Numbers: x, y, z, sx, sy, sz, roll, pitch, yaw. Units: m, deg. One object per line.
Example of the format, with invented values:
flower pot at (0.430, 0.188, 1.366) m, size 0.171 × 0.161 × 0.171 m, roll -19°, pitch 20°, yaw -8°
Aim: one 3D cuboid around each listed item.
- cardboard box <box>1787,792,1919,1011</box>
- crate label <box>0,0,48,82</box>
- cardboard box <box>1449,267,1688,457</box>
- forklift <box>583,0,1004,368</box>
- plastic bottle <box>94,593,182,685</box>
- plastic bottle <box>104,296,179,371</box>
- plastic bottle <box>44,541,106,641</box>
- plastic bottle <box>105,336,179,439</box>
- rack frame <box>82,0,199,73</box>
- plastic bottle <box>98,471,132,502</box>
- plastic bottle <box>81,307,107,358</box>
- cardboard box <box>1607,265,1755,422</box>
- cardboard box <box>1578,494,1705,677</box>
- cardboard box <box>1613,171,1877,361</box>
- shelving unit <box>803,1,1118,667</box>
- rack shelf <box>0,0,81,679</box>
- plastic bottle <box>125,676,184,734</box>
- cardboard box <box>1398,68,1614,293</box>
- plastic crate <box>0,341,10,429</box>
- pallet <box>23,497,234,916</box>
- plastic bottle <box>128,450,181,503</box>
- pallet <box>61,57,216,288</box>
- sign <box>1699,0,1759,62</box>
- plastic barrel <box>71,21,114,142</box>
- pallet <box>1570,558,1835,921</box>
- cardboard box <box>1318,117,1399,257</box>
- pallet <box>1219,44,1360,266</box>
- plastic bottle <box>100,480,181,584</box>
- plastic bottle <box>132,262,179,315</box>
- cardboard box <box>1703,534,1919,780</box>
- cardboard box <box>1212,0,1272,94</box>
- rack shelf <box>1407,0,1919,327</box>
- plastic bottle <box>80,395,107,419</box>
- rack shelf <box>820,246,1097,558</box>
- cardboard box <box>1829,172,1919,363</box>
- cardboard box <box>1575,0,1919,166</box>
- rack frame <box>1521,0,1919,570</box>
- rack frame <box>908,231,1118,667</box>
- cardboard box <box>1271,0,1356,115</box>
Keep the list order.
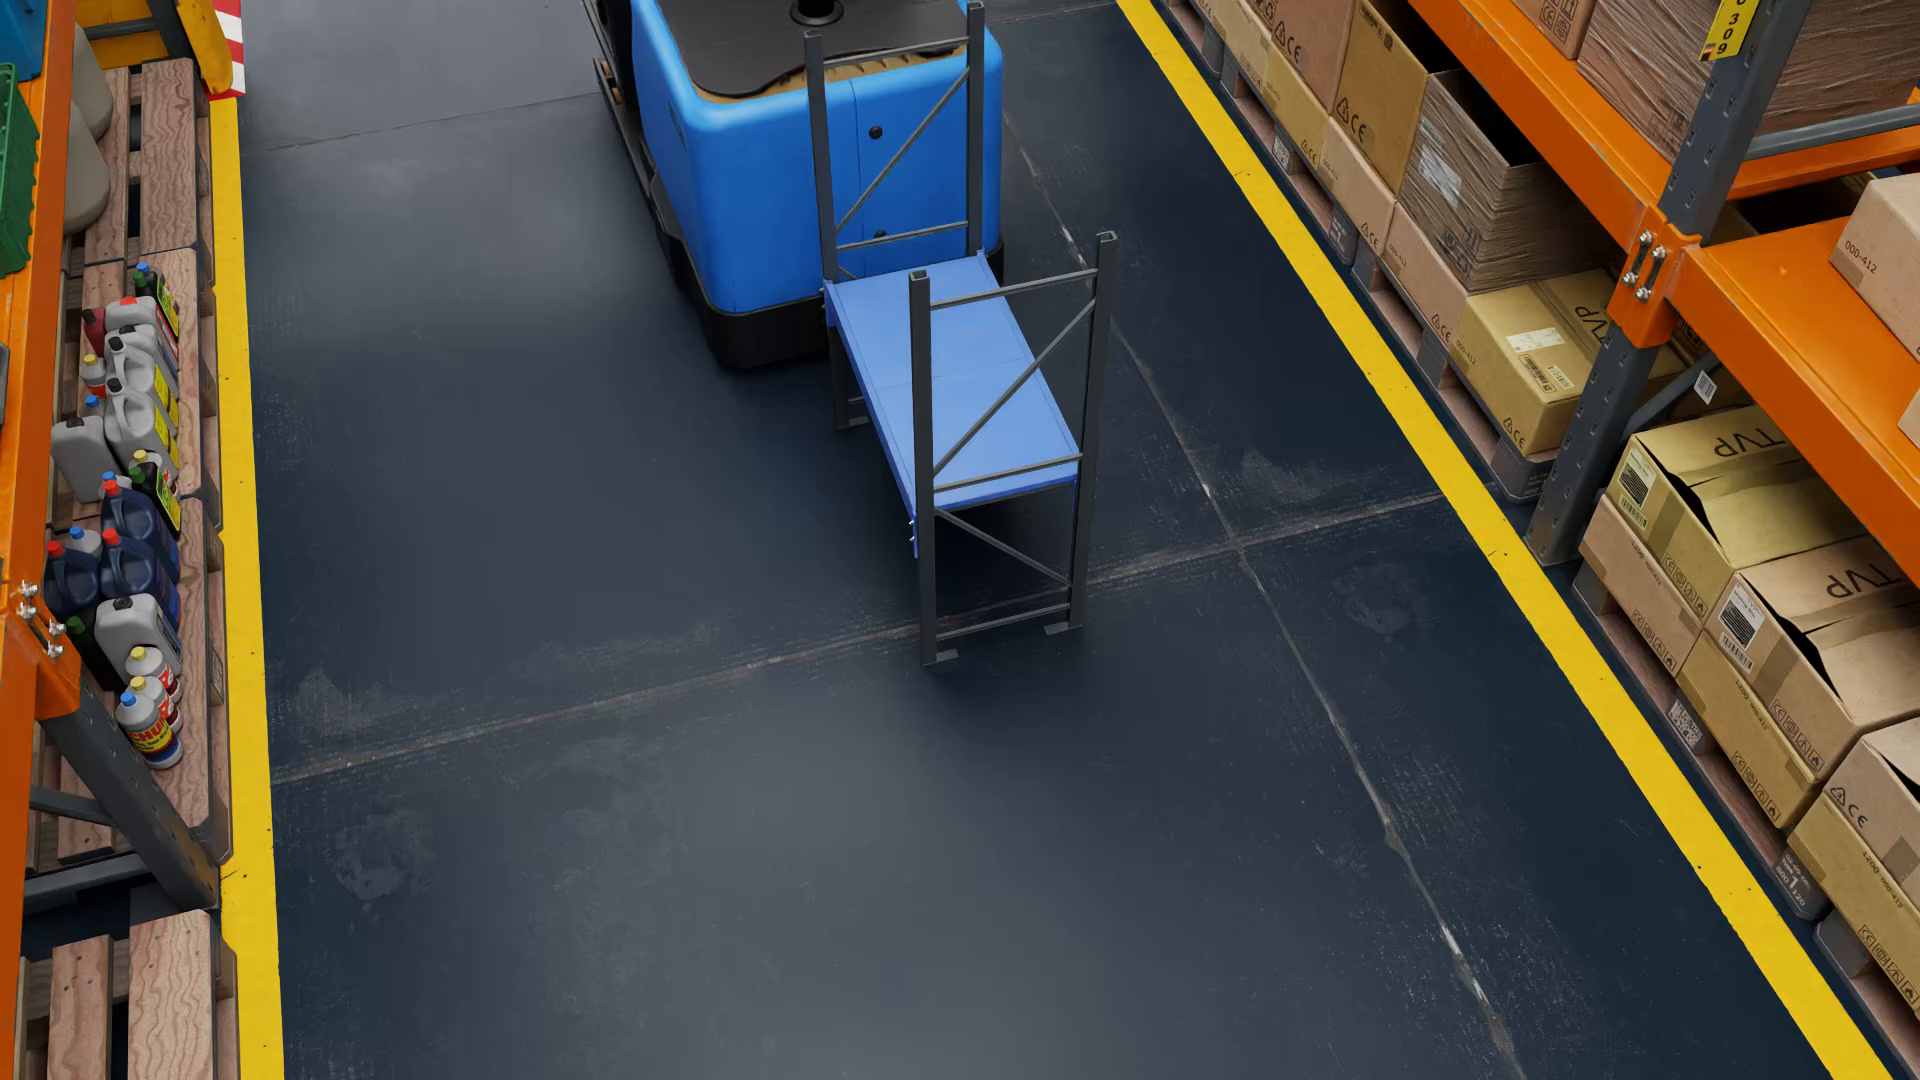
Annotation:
cardboard box at (2.457, 0.819, 4.121) m, size 0.500 × 0.250 × 0.500 m, roll -15°, pitch 51°, yaw -12°
crate label at (-2.845, -1.566, 4.585) m, size 0.502 × 0.435 × 0.616 m, roll -13°, pitch 51°, yaw -11°
cardboard box at (1.923, -0.572, 5.294) m, size 0.500 × 0.250 × 0.500 m, roll -13°, pitch 51°, yaw -11°
forklift at (-0.831, -2.683, 5.595) m, size 1.130 × 2.935 × 3.031 m, roll -16°, pitch 52°, yaw -13°
plastic bottle at (-2.262, 0.258, 4.564) m, size 0.152 × 0.276 × 0.135 m, roll -12°, pitch 51°, yaw -10°
plastic bottle at (-2.637, -0.669, 5.346) m, size 0.152 × 0.276 × 0.135 m, roll -13°, pitch 51°, yaw -11°
plastic bottle at (-2.444, 0.145, 4.611) m, size 0.144 × 0.351 × 0.185 m, roll -13°, pitch 51°, yaw -11°
plastic bottle at (-2.543, -0.472, 5.131) m, size 0.144 × 0.351 × 0.185 m, roll -11°, pitch 51°, yaw -9°
rack frame at (-3.647, -2.838, 5.680) m, size 1.000 × 3.000 × 0.127 m, roll -13°, pitch 51°, yaw -11°
plastic bottle at (-2.442, -0.099, 4.868) m, size 0.097 × 0.271 × 0.097 m, roll 0°, pitch 50°, yaw 0°
plastic bottle at (-2.738, -0.647, 5.322) m, size 0.061 × 0.283 × 0.133 m, roll -13°, pitch 51°, yaw -11°
cardboard box at (2.421, -0.690, 5.393) m, size 0.500 × 0.250 × 0.500 m, roll -13°, pitch 51°, yaw -11°
cardboard box at (2.151, 0.068, 4.755) m, size 0.500 × 0.250 × 0.500 m, roll -14°, pitch 51°, yaw -12°
cardboard box at (2.431, -0.934, 5.109) m, size 0.500 × 0.500 × 0.500 m, roll -13°, pitch 51°, yaw -11°
shelving unit at (-0.025, -0.546, 4.729) m, size 0.538 × 1.500 × 1.048 m, roll -13°, pitch 51°, yaw -11°
rack shelf at (-3.056, -1.145, 4.724) m, size 1.077 × 0.370 × 4.000 m, roll -13°, pitch 51°, yaw -11°
plastic bottle at (-2.170, 0.438, 4.462) m, size 0.097 × 0.201 × 0.097 m, roll 0°, pitch 50°, yaw 0°
cardboard box at (1.786, -1.181, 5.317) m, size 0.500 × 0.500 × 0.500 m, roll -13°, pitch 51°, yaw -11°
plastic crate at (-2.498, -0.307, 3.588) m, size 0.767 × 0.338 × 0.504 m, roll -13°, pitch 51°, yaw -11°
pallet at (-2.623, 0.482, 4.705) m, size 1.003 × 0.211 × 1.213 m, roll -13°, pitch 51°, yaw -11°
plastic bottle at (-2.424, -0.189, 4.990) m, size 0.097 × 0.201 × 0.097 m, roll 0°, pitch 50°, yaw 0°
pallet at (-3.345, -1.300, 6.208) m, size 1.003 × 0.211 × 1.213 m, roll -13°, pitch 51°, yaw -11°
sign at (1.739, -1.212, 3.691) m, size 0.100 × 0.325 × 0.005 m, roll -13°, pitch 51°, yaw -11°
plastic barrel at (-3.380, -1.708, 6.080) m, size 0.421 × 0.512 × 0.421 m, roll 0°, pitch 50°, yaw 0°
pallet at (2.524, 0.394, 4.779) m, size 1.003 × 0.211 × 1.213 m, roll -13°, pitch 51°, yaw -11°
cardboard box at (1.622, -1.301, 5.909) m, size 0.500 × 0.250 × 0.500 m, roll -13°, pitch 51°, yaw -11°
pallet at (1.709, -1.618, 6.476) m, size 1.003 × 0.211 × 1.213 m, roll -13°, pitch 51°, yaw -11°
plastic bottle at (-2.362, -0.026, 4.754) m, size 0.144 × 0.351 × 0.185 m, roll -15°, pitch 52°, yaw -13°
plastic bottle at (-2.685, -0.835, 5.535) m, size 0.097 × 0.201 × 0.097 m, roll 0°, pitch 50°, yaw 0°
cardboard box at (2.296, 0.262, 4.225) m, size 0.500 × 0.311 × 0.500 m, roll -14°, pitch 51°, yaw -11°
cardboard box at (1.331, -2.033, 6.525) m, size 0.500 × 0.250 × 0.500 m, roll -13°, pitch 51°, yaw -11°
rack shelf at (1.677, -2.262, 5.666) m, size 1.077 × 0.370 × 4.000 m, roll -13°, pitch 51°, yaw -11°
plastic bottle at (-2.646, -0.364, 5.138) m, size 0.097 × 0.201 × 0.097 m, roll 0°, pitch 50°, yaw 0°
rack shelf at (-0.025, -0.430, 4.867) m, size 0.538 × 0.185 × 1.000 m, roll -13°, pitch 51°, yaw -11°
cardboard box at (2.456, -0.636, 3.922) m, size 0.500 × 0.250 × 0.500 m, roll -10°, pitch 51°, yaw -9°
cardboard box at (2.131, -1.388, 4.393) m, size 0.700 × 0.500 × 0.500 m, roll -15°, pitch 51°, yaw -12°
rack frame at (2.269, -1.034, 4.159) m, size 1.000 × 3.000 × 0.127 m, roll -13°, pitch 51°, yaw -11°
rack frame at (0.125, -0.174, 4.416) m, size 0.500 × 1.500 × 0.032 m, roll -13°, pitch 51°, yaw -11°
cardboard box at (1.473, -1.908, 5.930) m, size 0.500 × 0.500 × 0.500 m, roll -13°, pitch 51°, yaw -11°
